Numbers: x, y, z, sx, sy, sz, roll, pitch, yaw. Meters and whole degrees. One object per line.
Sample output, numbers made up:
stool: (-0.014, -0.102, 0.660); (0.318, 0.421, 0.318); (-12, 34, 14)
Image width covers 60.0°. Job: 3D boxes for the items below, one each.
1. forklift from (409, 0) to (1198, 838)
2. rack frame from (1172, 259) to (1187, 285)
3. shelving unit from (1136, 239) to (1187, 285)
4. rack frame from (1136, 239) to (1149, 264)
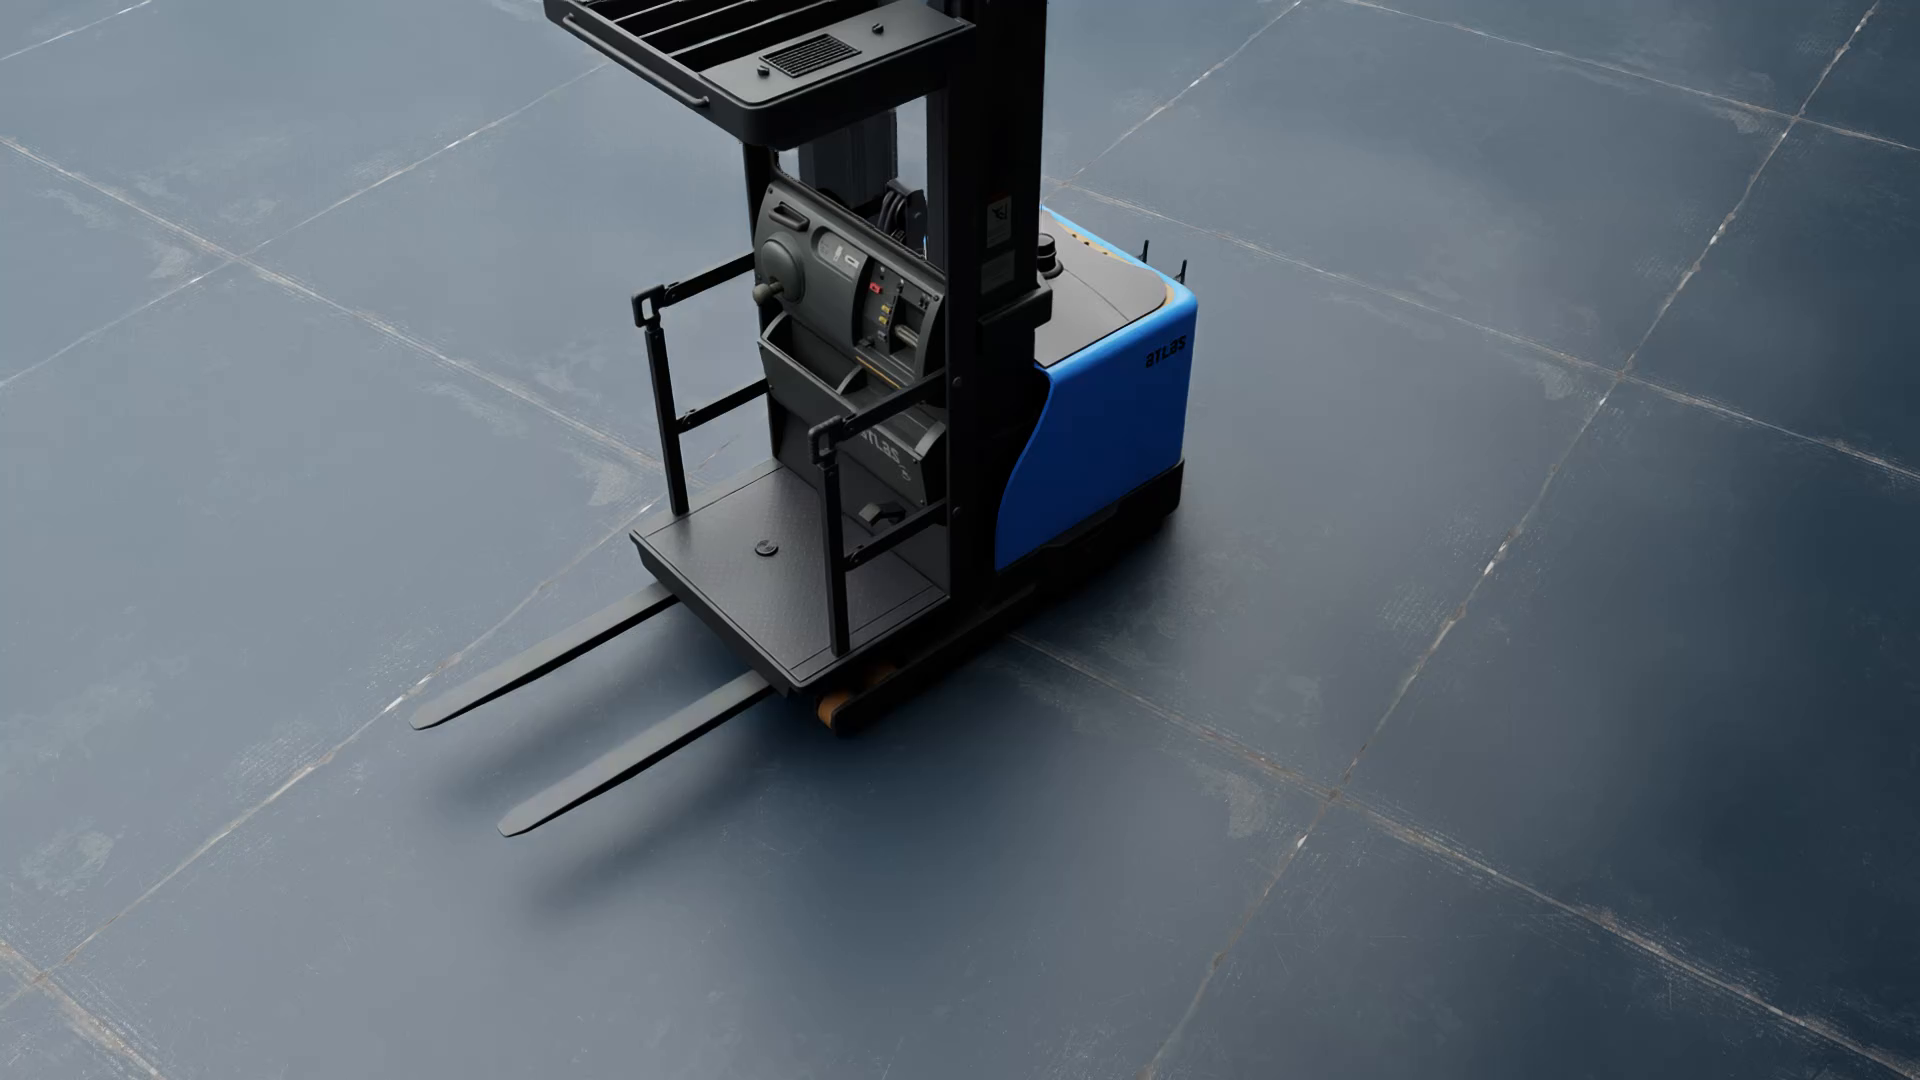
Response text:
forklift: (-0.540, -0.801, 5.447); (3.031, 2.935, 1.130); (-30, 50, -29)
rack frame: (0.806, -0.729, 6.881); (0.240, 0.900, 0.006); (-31, 50, -33)
shelving unit: (0.735, -0.778, 6.935); (0.258, 0.900, 0.210); (-31, 50, -33)
rack frame: (0.665, -0.826, 6.990); (0.240, 0.900, 0.006); (-31, 50, -33)
